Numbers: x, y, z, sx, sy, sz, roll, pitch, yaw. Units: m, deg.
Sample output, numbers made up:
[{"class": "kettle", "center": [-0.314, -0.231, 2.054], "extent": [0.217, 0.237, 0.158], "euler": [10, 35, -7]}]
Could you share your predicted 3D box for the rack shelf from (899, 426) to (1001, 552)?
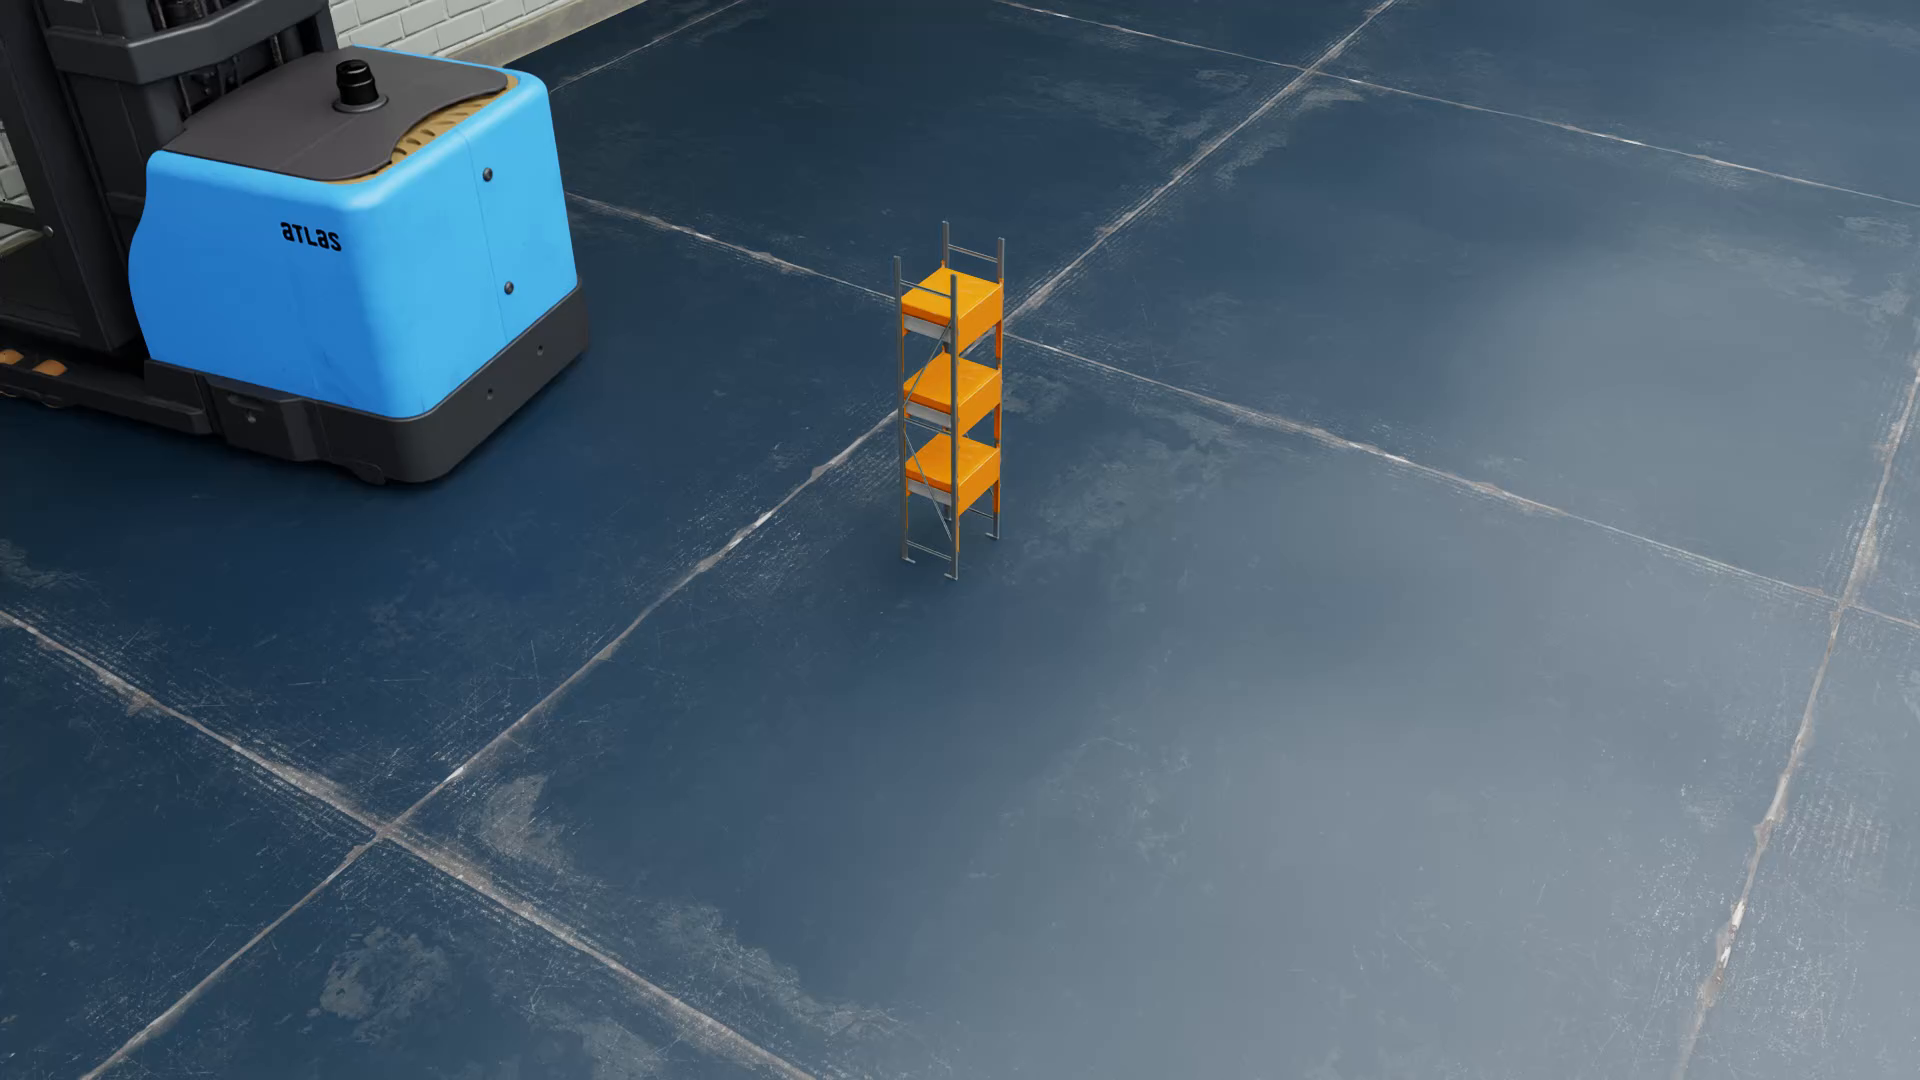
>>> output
[{"class": "rack shelf", "center": [-0.029, -0.160, 5.070], "extent": [0.215, 0.259, 0.240], "euler": [21, 42, 25]}]

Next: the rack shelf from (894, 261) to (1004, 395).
[{"class": "rack shelf", "center": [-0.029, -0.605, 4.727], "extent": [0.215, 0.259, 0.240], "euler": [21, 42, 25]}]

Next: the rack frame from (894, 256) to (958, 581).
[{"class": "rack frame", "center": [-0.094, -0.325, 4.812], "extent": [0.200, 1.050, 0.008], "euler": [21, 42, 25]}]

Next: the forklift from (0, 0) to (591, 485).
[{"class": "forklift", "center": [-2.918, -1.908, 5.324], "extent": [3.031, 2.935, 1.130], "euler": [14, 40, 17]}]

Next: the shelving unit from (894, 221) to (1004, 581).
[{"class": "shelving unit", "center": [-0.029, -0.388, 4.894], "extent": [0.215, 1.050, 0.252], "euler": [21, 42, 25]}]

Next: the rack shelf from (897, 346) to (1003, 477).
[{"class": "rack shelf", "center": [-0.029, -0.380, 4.900], "extent": [0.215, 0.259, 0.240], "euler": [21, 42, 25]}]

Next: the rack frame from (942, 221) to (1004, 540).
[{"class": "rack frame", "center": [0.037, -0.451, 4.975], "extent": [0.200, 1.050, 0.008], "euler": [21, 42, 25]}]
